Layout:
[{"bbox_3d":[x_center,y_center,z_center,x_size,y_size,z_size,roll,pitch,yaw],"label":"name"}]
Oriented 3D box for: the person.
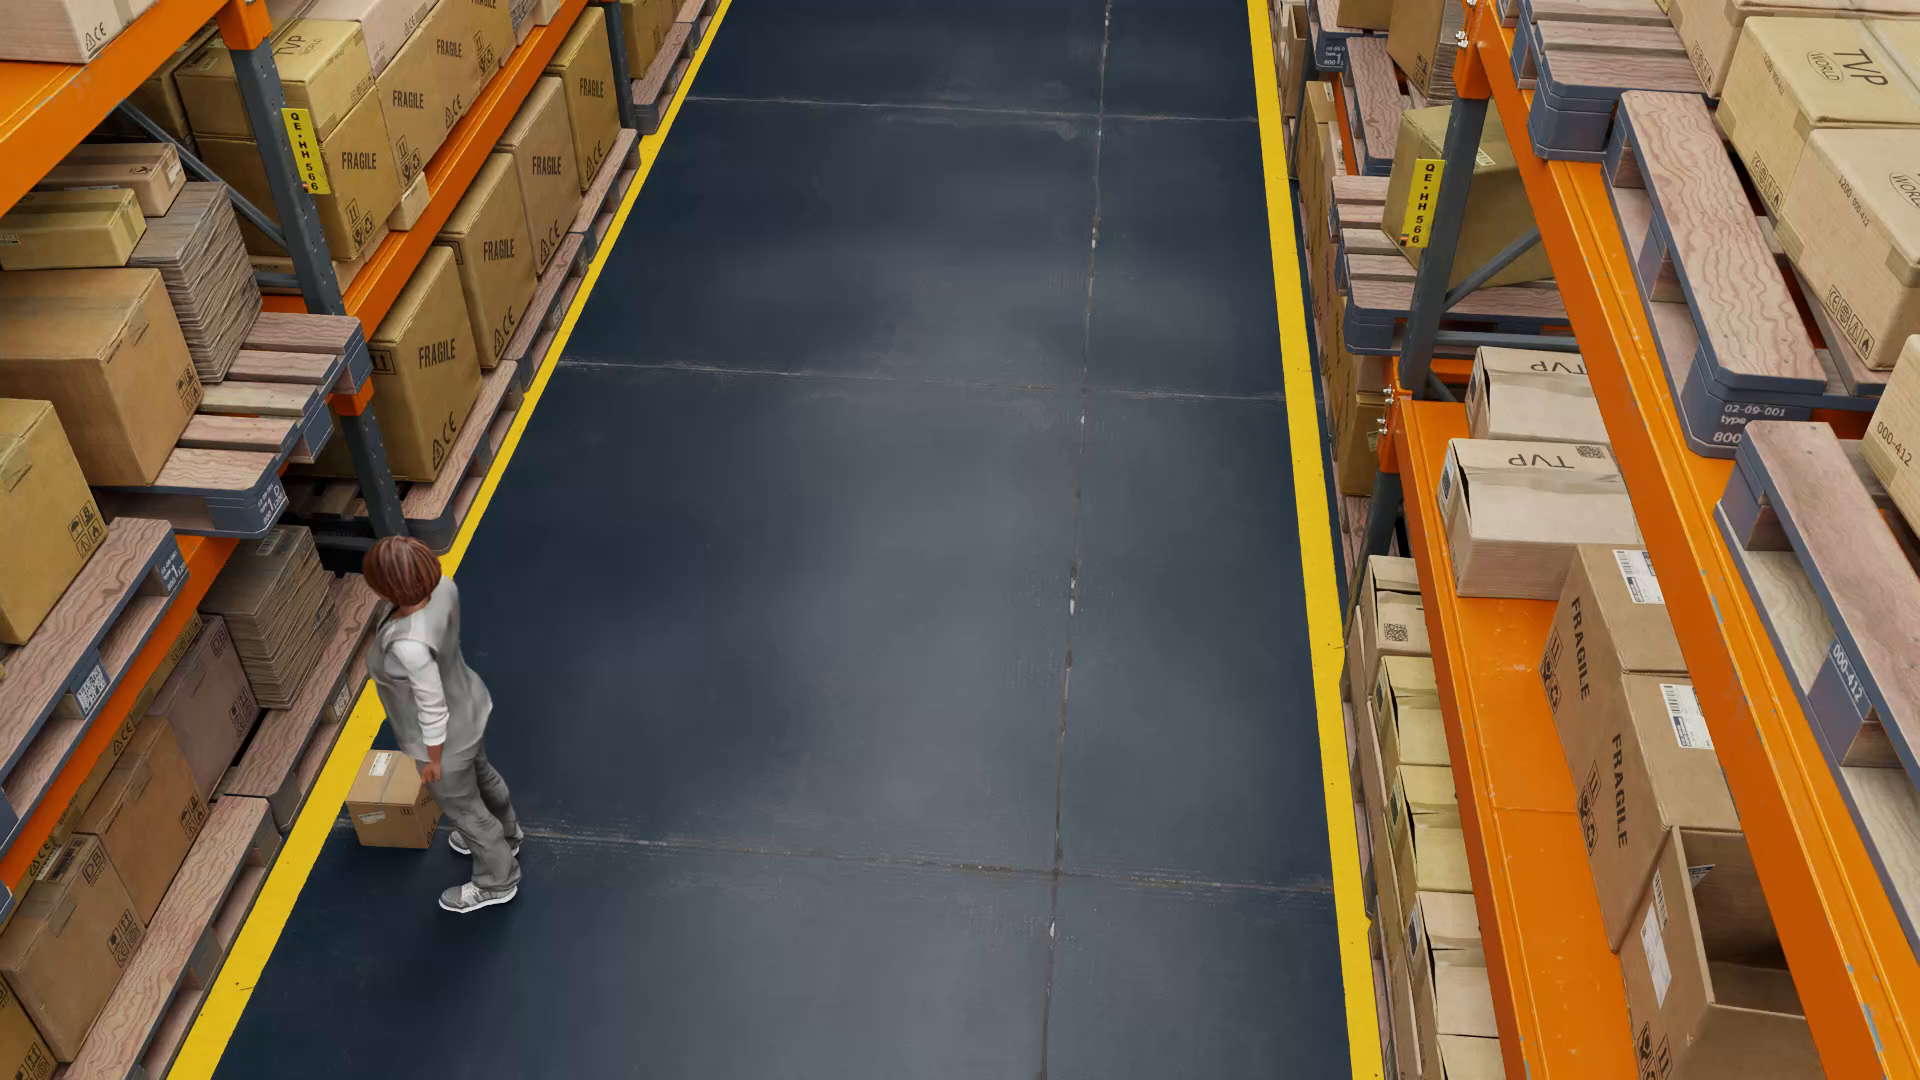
[{"bbox_3d":[-1.695,0.609,5.451,0.327,1.602,0.409,-2,41,-2],"label":"person"}]
